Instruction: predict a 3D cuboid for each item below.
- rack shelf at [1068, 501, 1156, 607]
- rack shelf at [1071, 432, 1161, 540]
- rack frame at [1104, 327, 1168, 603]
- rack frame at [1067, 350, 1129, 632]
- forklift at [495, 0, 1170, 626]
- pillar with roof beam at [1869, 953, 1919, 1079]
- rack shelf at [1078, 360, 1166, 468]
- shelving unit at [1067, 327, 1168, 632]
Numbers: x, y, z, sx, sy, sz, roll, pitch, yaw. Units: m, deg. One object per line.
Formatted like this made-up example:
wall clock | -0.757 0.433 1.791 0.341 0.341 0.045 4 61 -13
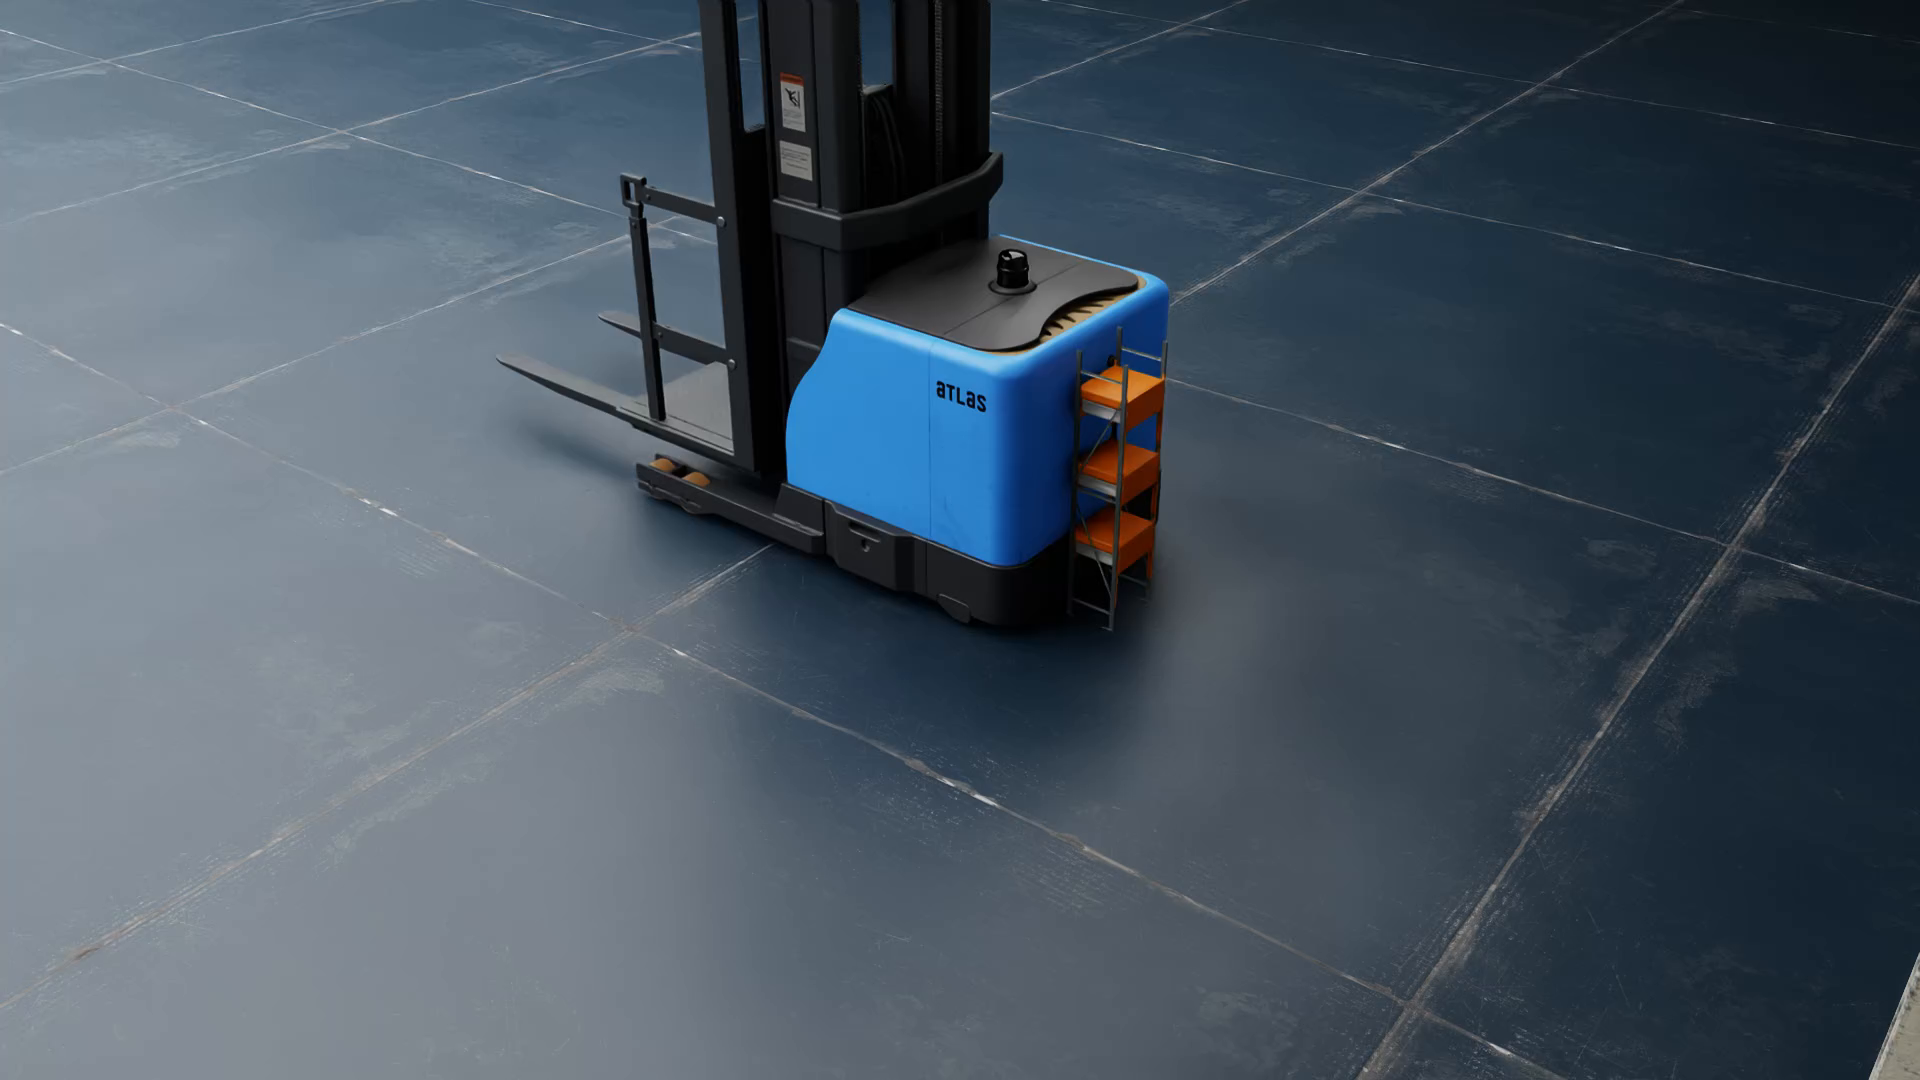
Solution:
rack shelf | 0.547 0.047 5.999 0.215 0.259 0.240 22 37 32
rack shelf | 0.547 -0.192 5.857 0.215 0.259 0.240 22 37 32
rack frame | 0.622 -0.250 5.935 0.200 1.050 0.008 22 37 32
rack frame | 0.472 -0.152 5.769 0.200 1.050 0.008 22 37 32
forklift | -0.697 -1.556 6.293 3.031 2.935 1.130 22 37 32
pillar with roof beam | -1.286 -3.587 3.769 9.100 9.000 0.400 21 37 31
rack shelf | 0.547 -0.436 5.712 0.215 0.259 0.240 22 37 32
shelving unit | 0.547 -0.201 5.852 0.215 1.050 0.252 22 37 32
